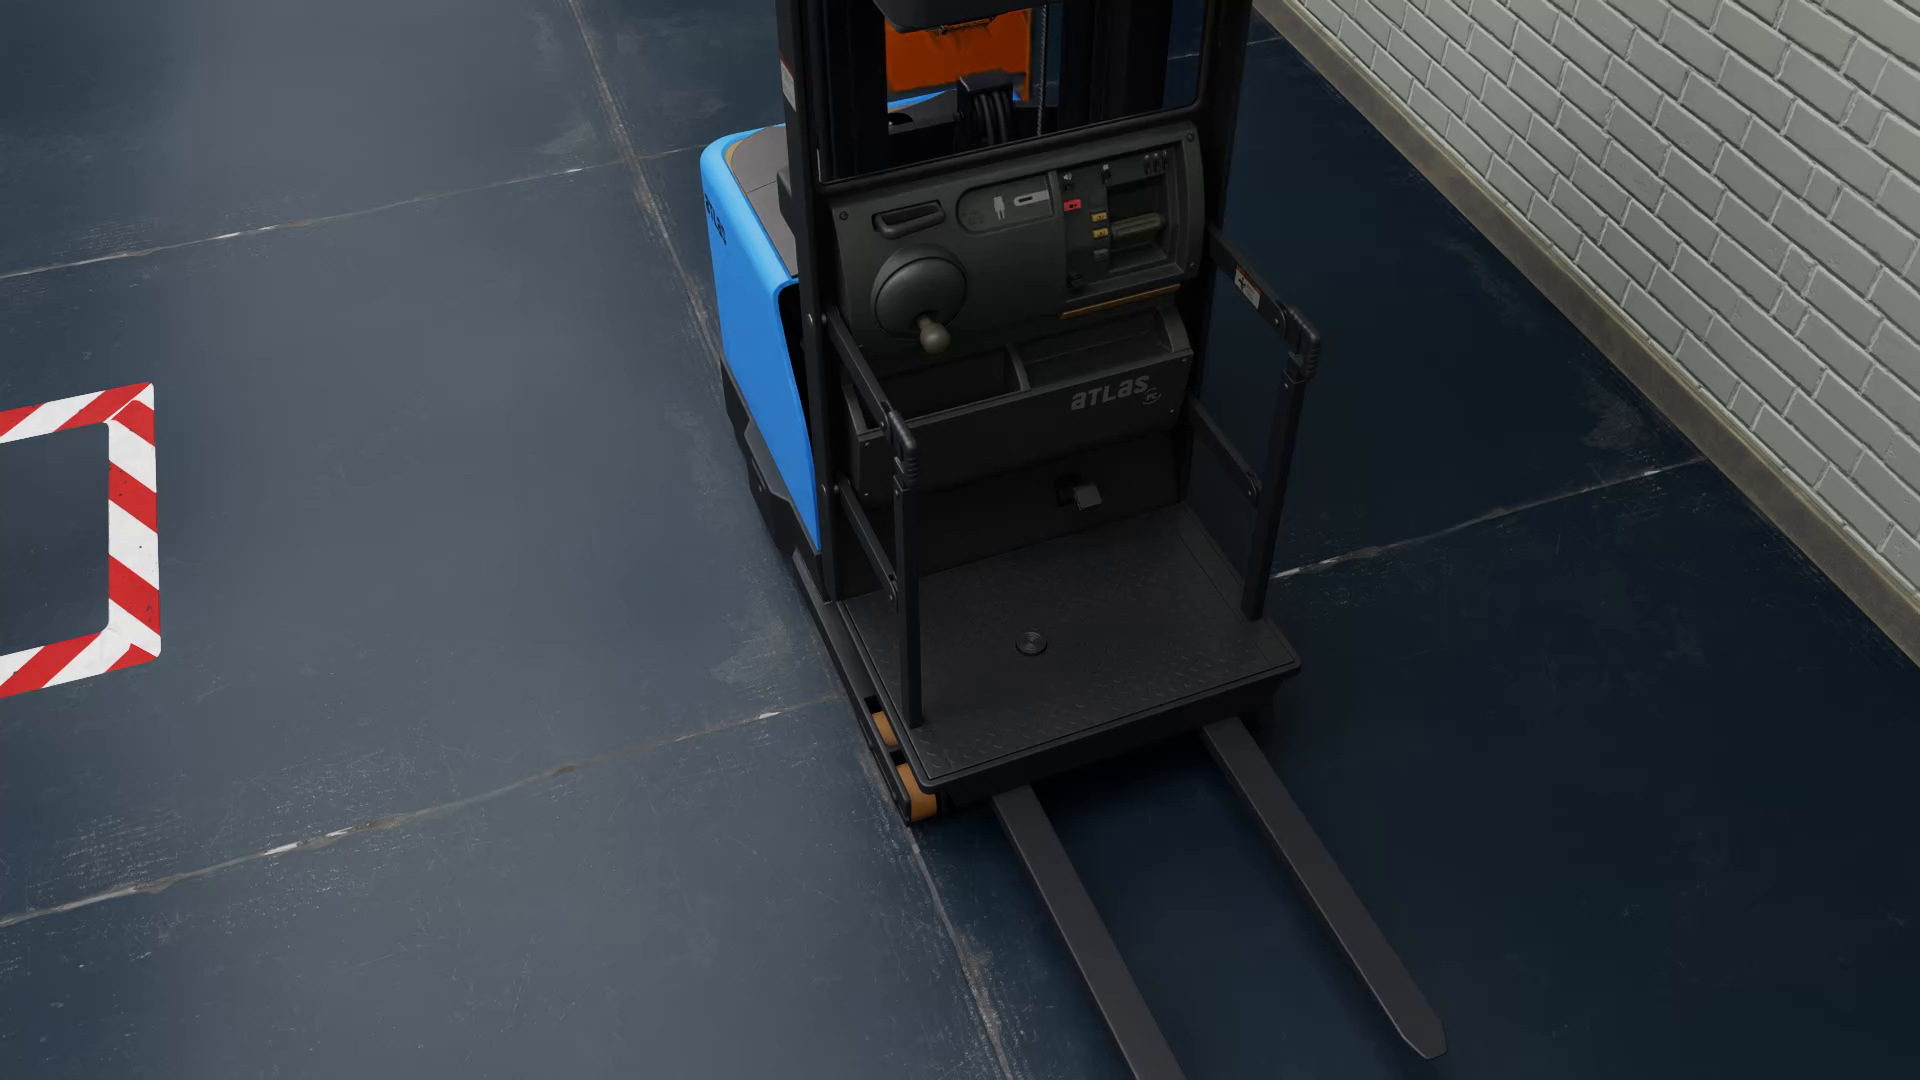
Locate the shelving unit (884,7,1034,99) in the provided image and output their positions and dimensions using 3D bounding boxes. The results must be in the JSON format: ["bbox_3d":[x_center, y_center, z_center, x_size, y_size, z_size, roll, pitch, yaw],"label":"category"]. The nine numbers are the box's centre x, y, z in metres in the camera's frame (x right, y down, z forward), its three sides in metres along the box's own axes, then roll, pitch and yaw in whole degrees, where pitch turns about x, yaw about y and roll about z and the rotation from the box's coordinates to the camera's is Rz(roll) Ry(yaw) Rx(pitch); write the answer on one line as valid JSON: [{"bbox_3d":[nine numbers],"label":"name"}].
[{"bbox_3d":[-0.070,-1.583,5.343,0.503,2.100,0.431,-12,47,-12],"label":"shelving unit"}]

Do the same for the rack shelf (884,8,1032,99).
[{"bbox_3d":[-0.070,-1.573,5.353,0.480,0.518,0.431,-12,47,-12],"label":"rack shelf"}]

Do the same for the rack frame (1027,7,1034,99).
[{"bbox_3d":[0.164,-1.633,5.393,0.015,2.100,0.400,-12,47,-12],"label":"rack frame"}]

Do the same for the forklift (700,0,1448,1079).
[{"bbox_3d":[0.235,-0.621,3.800,1.130,2.935,3.031,-16,47,-15],"label":"forklift"}]
